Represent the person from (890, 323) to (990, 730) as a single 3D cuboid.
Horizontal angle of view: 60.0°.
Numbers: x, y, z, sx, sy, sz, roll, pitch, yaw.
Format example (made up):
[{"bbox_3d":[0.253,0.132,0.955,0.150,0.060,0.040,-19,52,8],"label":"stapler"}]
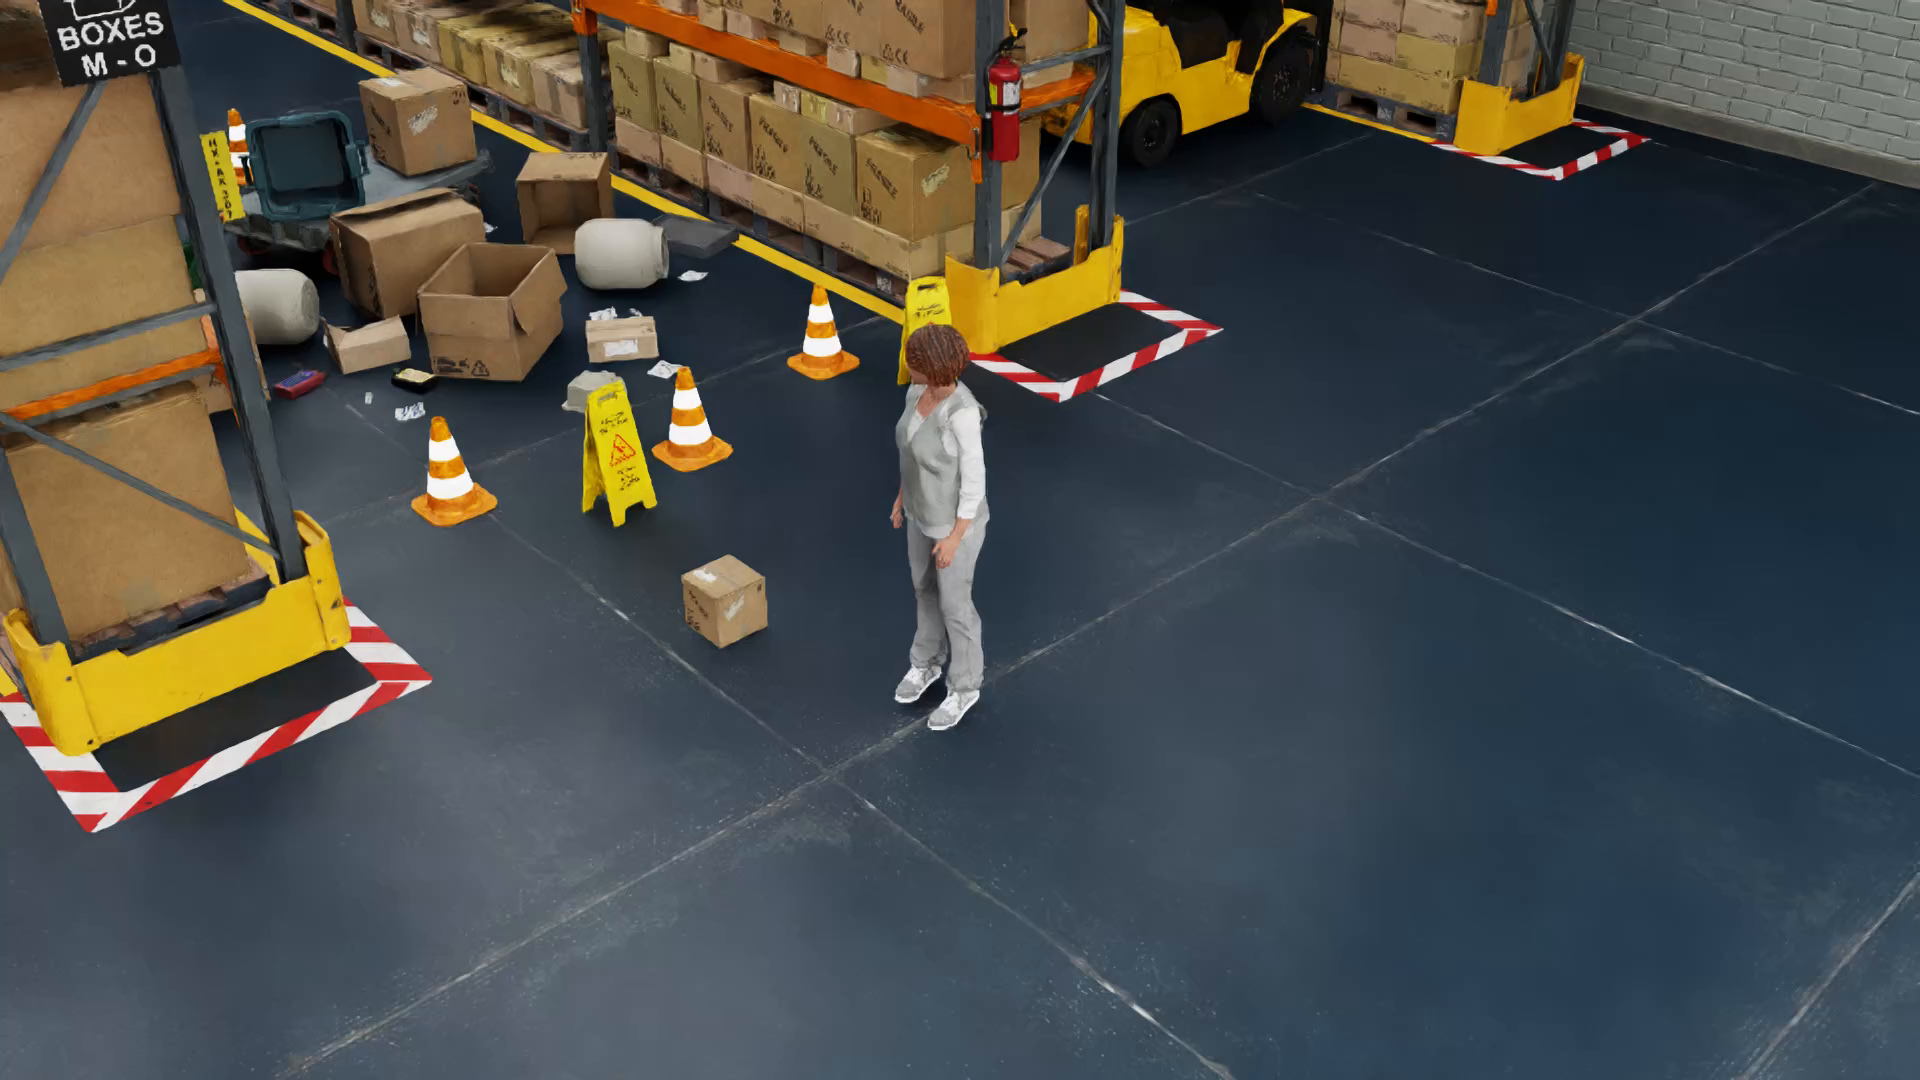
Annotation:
[{"bbox_3d":[-0.083,-0.056,6.218,0.363,1.632,0.460,-18,36,-26],"label":"person"}]
